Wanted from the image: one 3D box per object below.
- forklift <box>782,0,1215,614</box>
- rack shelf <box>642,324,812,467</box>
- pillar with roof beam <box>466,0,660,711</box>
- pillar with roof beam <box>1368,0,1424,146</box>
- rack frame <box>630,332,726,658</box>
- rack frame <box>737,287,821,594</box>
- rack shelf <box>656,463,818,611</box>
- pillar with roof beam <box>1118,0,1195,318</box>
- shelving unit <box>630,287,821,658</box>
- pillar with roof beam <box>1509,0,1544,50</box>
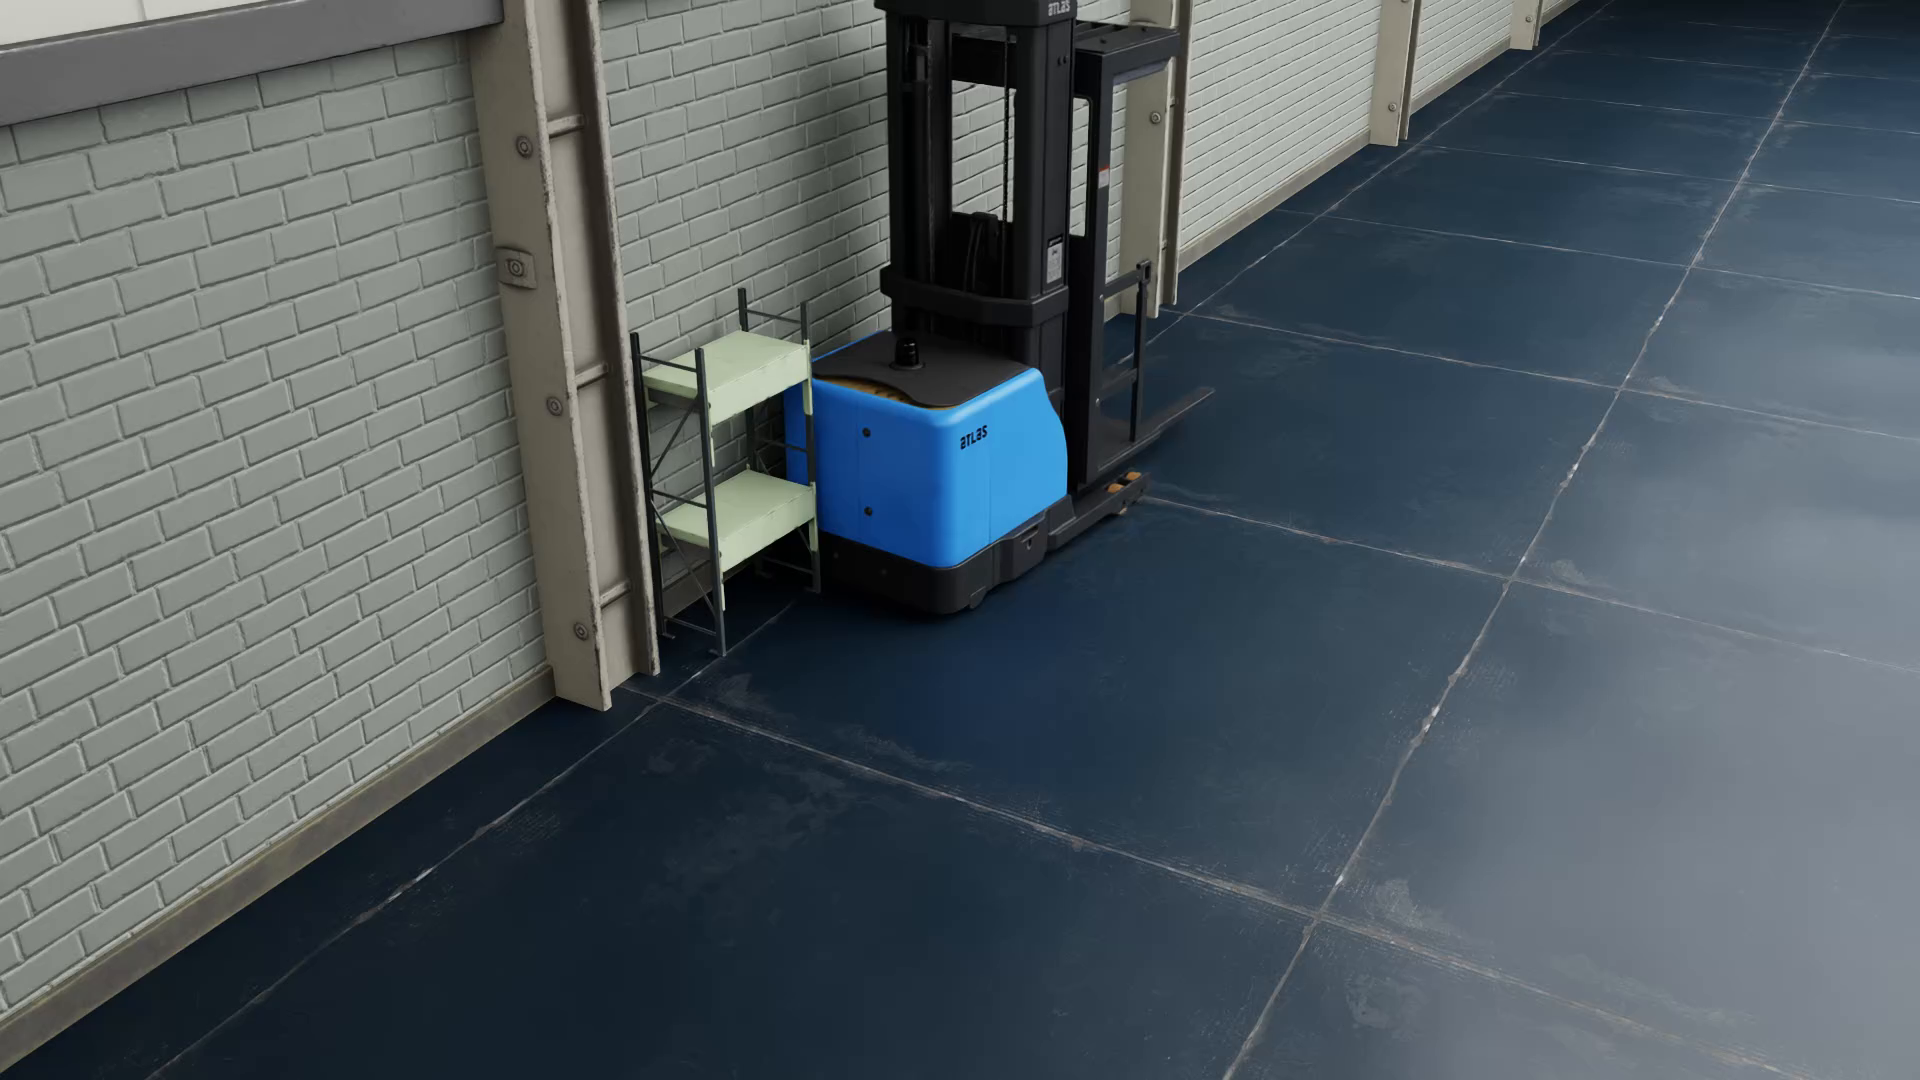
[{"bbox_3d":[0.395,-1.563,8.598,1.130,2.935,3.031,18,32,31],"label":"forklift"},{"bbox_3d":[-1.058,-0.667,7.535,0.431,0.370,0.720,16,31,29],"label":"rack shelf"},{"bbox_3d":[2.158,-2.438,3.568,9.100,9.000,0.400,14,30,26],"label":"pillar with roof beam"},{"bbox_3d":[8.062,-7.115,12.910,9.100,9.000,0.400,14,30,26],"label":"pillar with roof beam"},{"bbox_3d":[-1.254,-0.180,7.434,0.400,1.500,0.023,16,31,29],"label":"rack frame"},{"bbox_3d":[-0.861,-0.456,7.986,0.400,1.500,0.023,16,31,29],"label":"rack frame"},{"bbox_3d":[-1.058,-0.027,7.856,0.431,0.370,0.720,16,31,29],"label":"rack shelf"},{"bbox_3d":[5.110,-4.777,8.239,9.100,9.000,0.400,14,30,26],"label":"pillar with roof beam"},{"bbox_3d":[-1.058,-0.318,7.710,0.431,1.500,0.755,16,31,29],"label":"shelving unit"},{"bbox_3d":[11.013,-9.453,17.581,9.100,9.000,0.400,14,30,26],"label":"pillar with roof beam"}]
